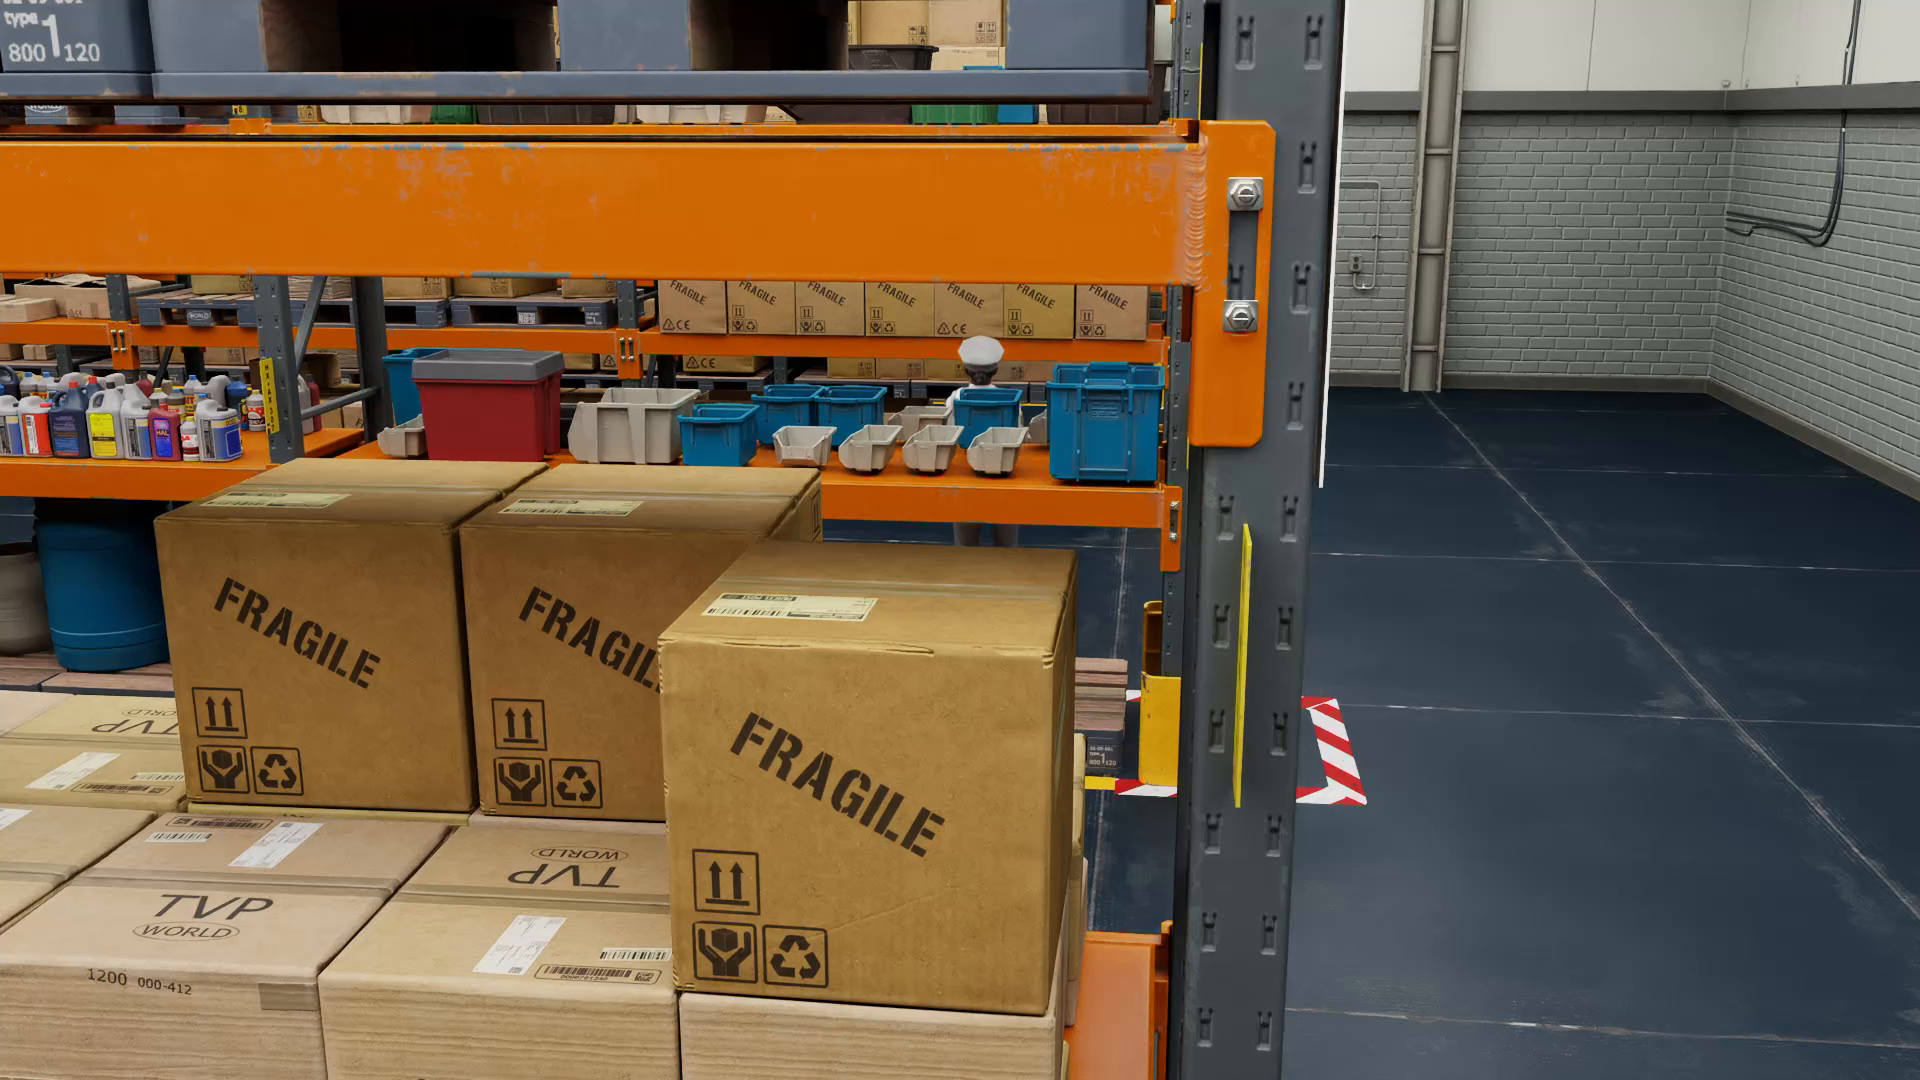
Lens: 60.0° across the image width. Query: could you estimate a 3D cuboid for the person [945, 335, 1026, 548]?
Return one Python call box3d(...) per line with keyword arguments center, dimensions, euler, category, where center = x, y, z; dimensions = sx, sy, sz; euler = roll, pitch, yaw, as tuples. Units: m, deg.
box3d(center=(0.150, -0.308, 9.288), dimensions=(0.450, 1.688, 0.540), euler=(2, 14, 7), category="person")
